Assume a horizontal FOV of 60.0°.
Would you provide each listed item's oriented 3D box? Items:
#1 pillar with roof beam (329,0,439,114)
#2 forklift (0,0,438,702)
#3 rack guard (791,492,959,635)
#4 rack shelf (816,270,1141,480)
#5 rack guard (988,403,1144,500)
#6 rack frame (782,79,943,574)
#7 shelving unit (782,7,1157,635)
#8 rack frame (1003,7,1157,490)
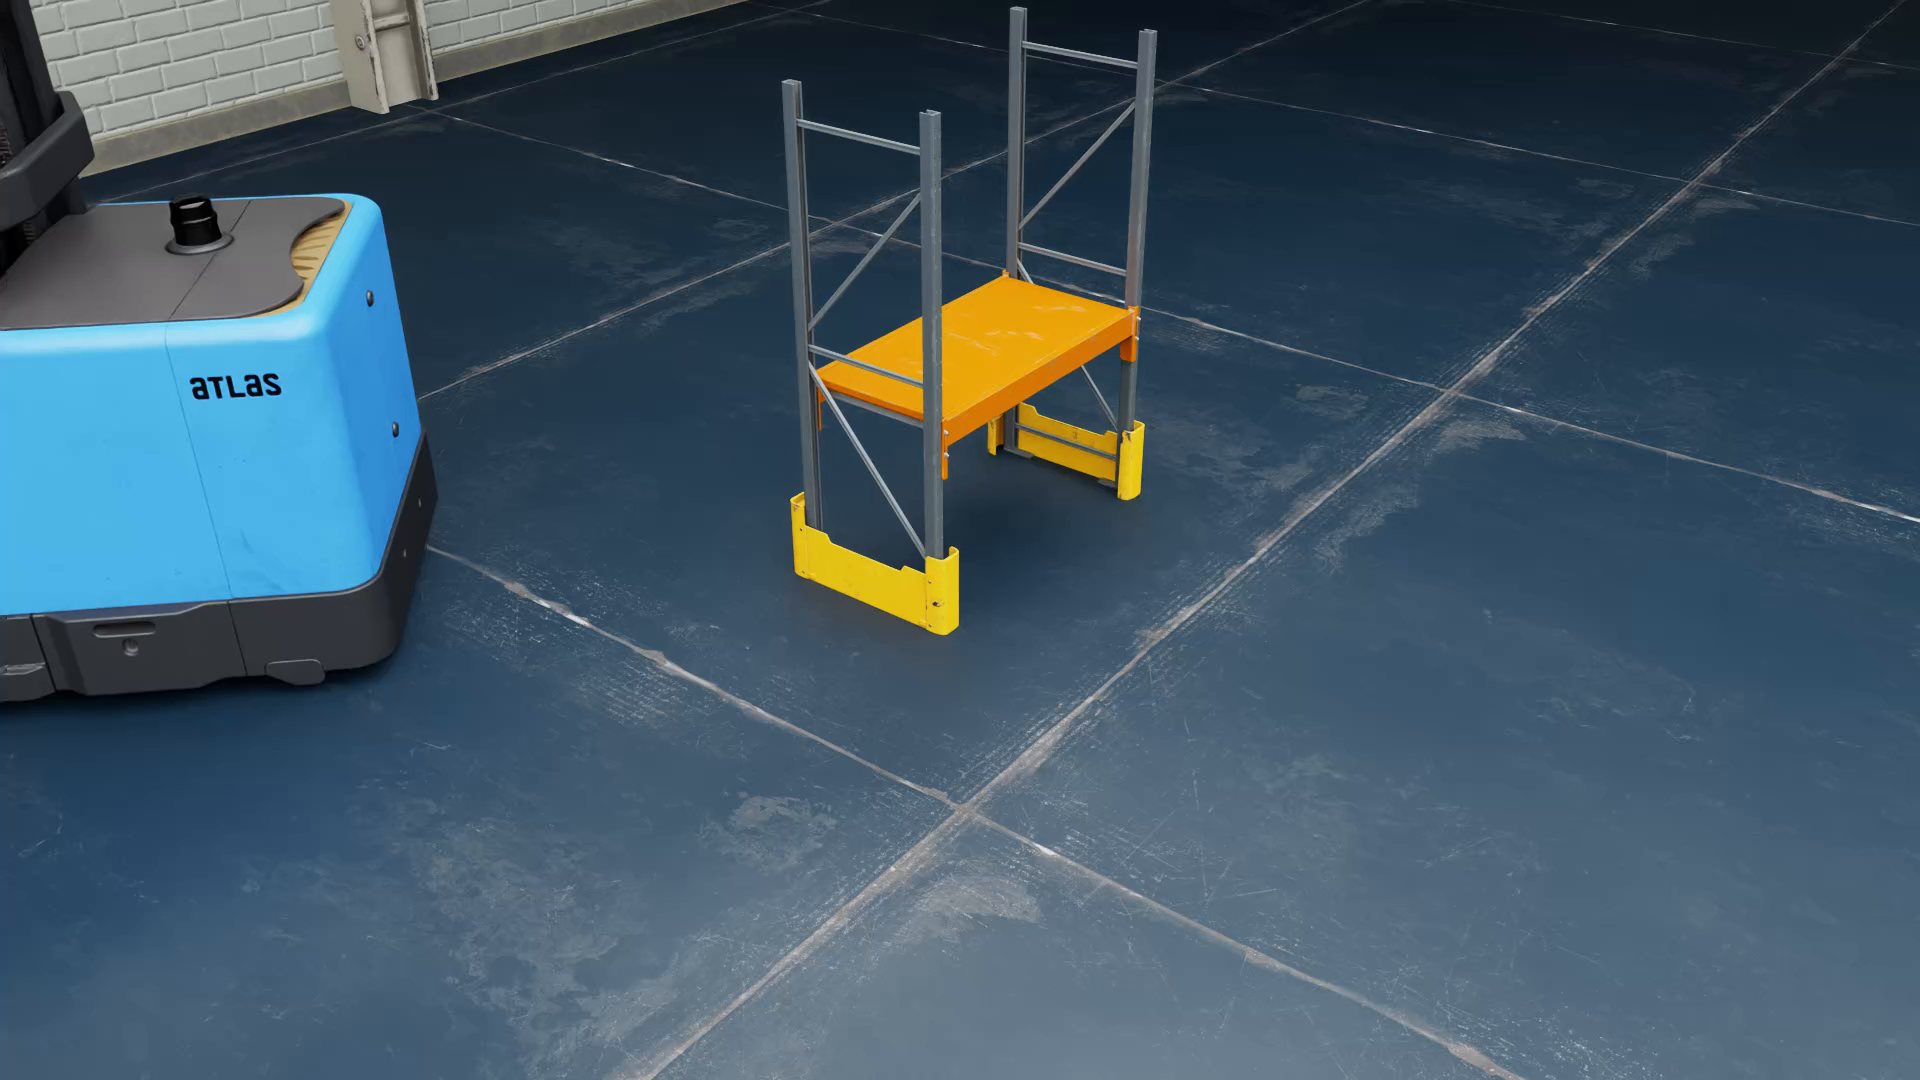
[{"bbox_3d":[0.213,-5.042,4.930,9.100,9.000,0.400,21,37,31],"label":"pillar with roof beam"},{"bbox_3d":[-3.119,-1.016,4.090,3.031,2.935,1.130,-4,31,-7],"label":"forklift"},{"bbox_3d":[-0.255,0.064,4.897,0.587,0.250,0.087,21,37,31],"label":"rack guard"},{"bbox_3d":[0.051,-0.525,5.018,0.538,0.185,1.000,21,37,31],"label":"rack shelf"},{"bbox_3d":[0.347,-0.341,5.580,0.587,0.250,0.087,21,37,31],"label":"rack guard"},{"bbox_3d":[-0.255,-0.473,4.577,0.500,1.500,0.032,21,37,31],"label":"rack frame"},{"bbox_3d":[0.046,-0.676,4.920,0.587,1.500,1.083,21,37,31],"label":"shelving unit"},{"bbox_3d":[0.358,-0.887,5.275,0.500,1.500,0.032,21,37,31],"label":"rack frame"}]
